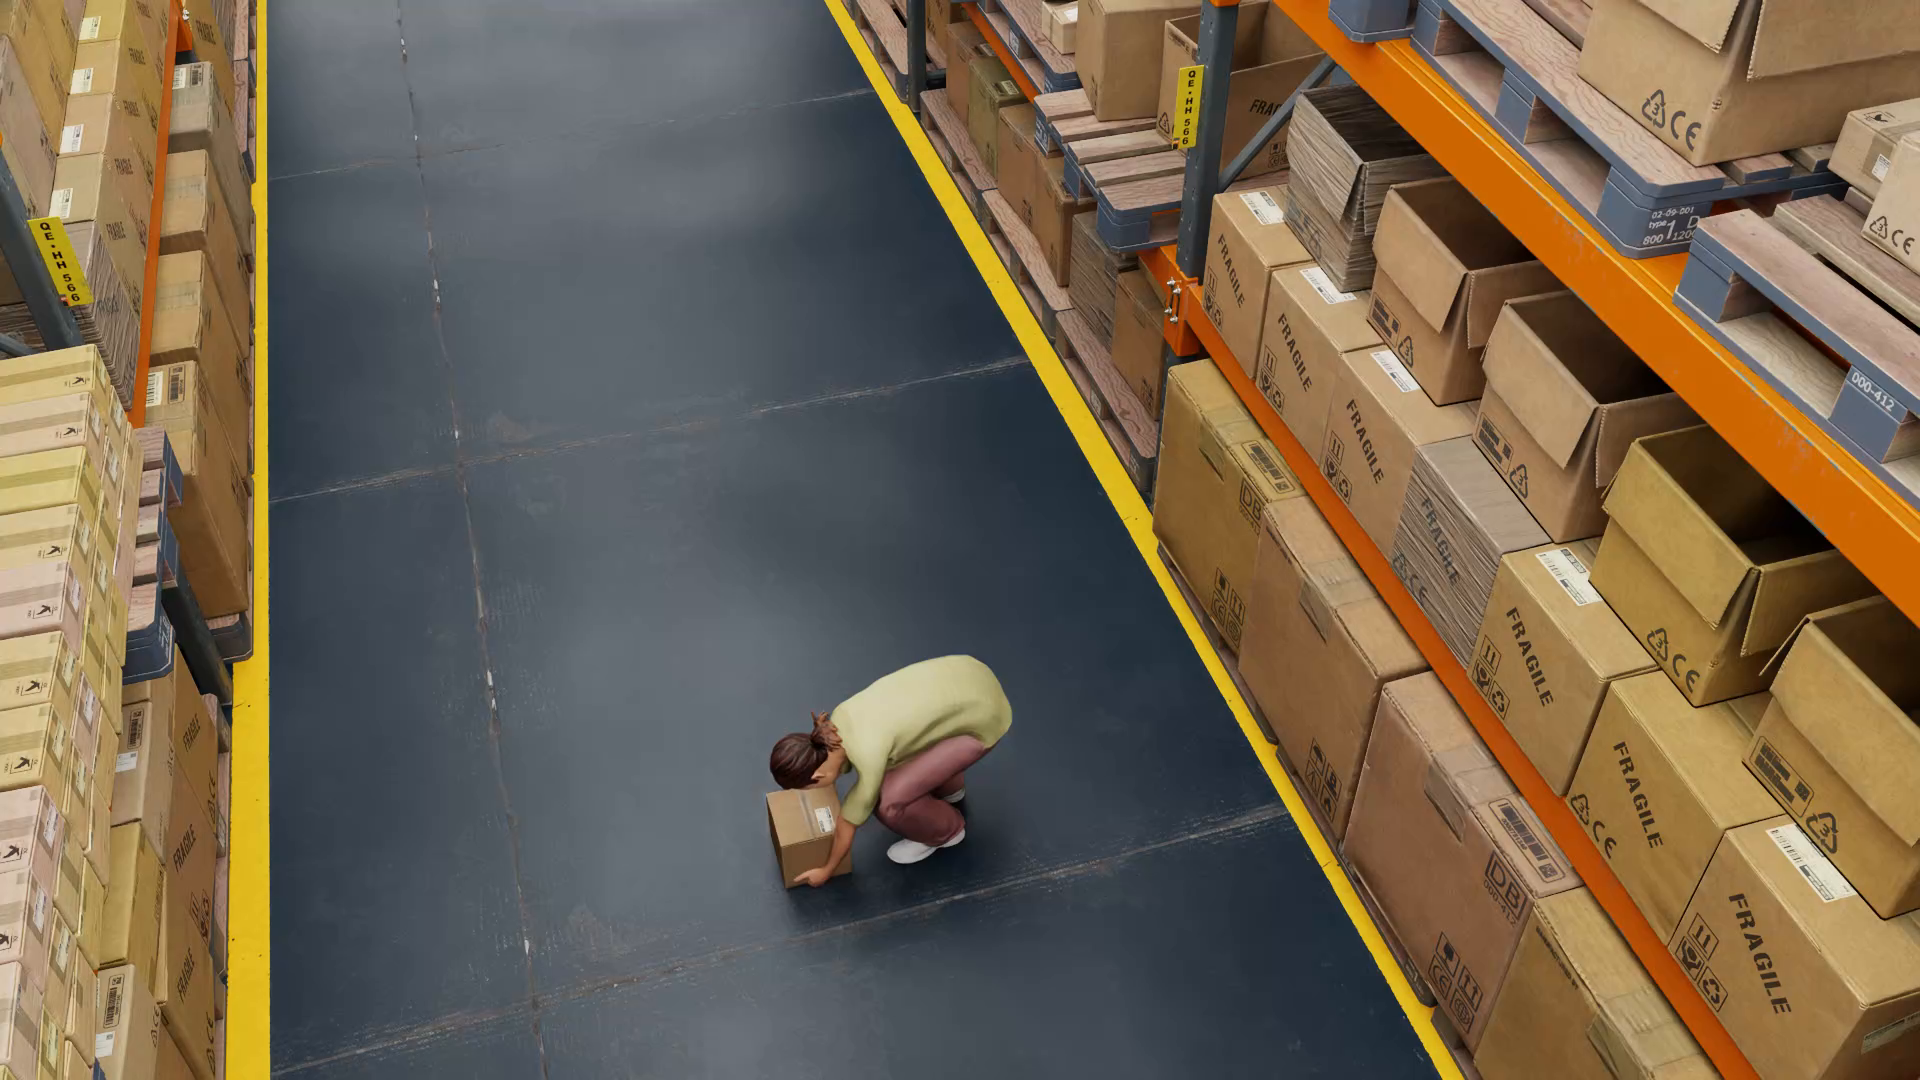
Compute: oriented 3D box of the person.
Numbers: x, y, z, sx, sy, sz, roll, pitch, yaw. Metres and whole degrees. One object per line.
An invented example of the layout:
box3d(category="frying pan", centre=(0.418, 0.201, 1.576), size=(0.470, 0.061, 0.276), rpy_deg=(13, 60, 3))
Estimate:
box3d(category="person", centre=(-0.102, 0.453, 5.663), size=(0.414, 1.676, 0.480), rpy_deg=(-13, 44, -14))
